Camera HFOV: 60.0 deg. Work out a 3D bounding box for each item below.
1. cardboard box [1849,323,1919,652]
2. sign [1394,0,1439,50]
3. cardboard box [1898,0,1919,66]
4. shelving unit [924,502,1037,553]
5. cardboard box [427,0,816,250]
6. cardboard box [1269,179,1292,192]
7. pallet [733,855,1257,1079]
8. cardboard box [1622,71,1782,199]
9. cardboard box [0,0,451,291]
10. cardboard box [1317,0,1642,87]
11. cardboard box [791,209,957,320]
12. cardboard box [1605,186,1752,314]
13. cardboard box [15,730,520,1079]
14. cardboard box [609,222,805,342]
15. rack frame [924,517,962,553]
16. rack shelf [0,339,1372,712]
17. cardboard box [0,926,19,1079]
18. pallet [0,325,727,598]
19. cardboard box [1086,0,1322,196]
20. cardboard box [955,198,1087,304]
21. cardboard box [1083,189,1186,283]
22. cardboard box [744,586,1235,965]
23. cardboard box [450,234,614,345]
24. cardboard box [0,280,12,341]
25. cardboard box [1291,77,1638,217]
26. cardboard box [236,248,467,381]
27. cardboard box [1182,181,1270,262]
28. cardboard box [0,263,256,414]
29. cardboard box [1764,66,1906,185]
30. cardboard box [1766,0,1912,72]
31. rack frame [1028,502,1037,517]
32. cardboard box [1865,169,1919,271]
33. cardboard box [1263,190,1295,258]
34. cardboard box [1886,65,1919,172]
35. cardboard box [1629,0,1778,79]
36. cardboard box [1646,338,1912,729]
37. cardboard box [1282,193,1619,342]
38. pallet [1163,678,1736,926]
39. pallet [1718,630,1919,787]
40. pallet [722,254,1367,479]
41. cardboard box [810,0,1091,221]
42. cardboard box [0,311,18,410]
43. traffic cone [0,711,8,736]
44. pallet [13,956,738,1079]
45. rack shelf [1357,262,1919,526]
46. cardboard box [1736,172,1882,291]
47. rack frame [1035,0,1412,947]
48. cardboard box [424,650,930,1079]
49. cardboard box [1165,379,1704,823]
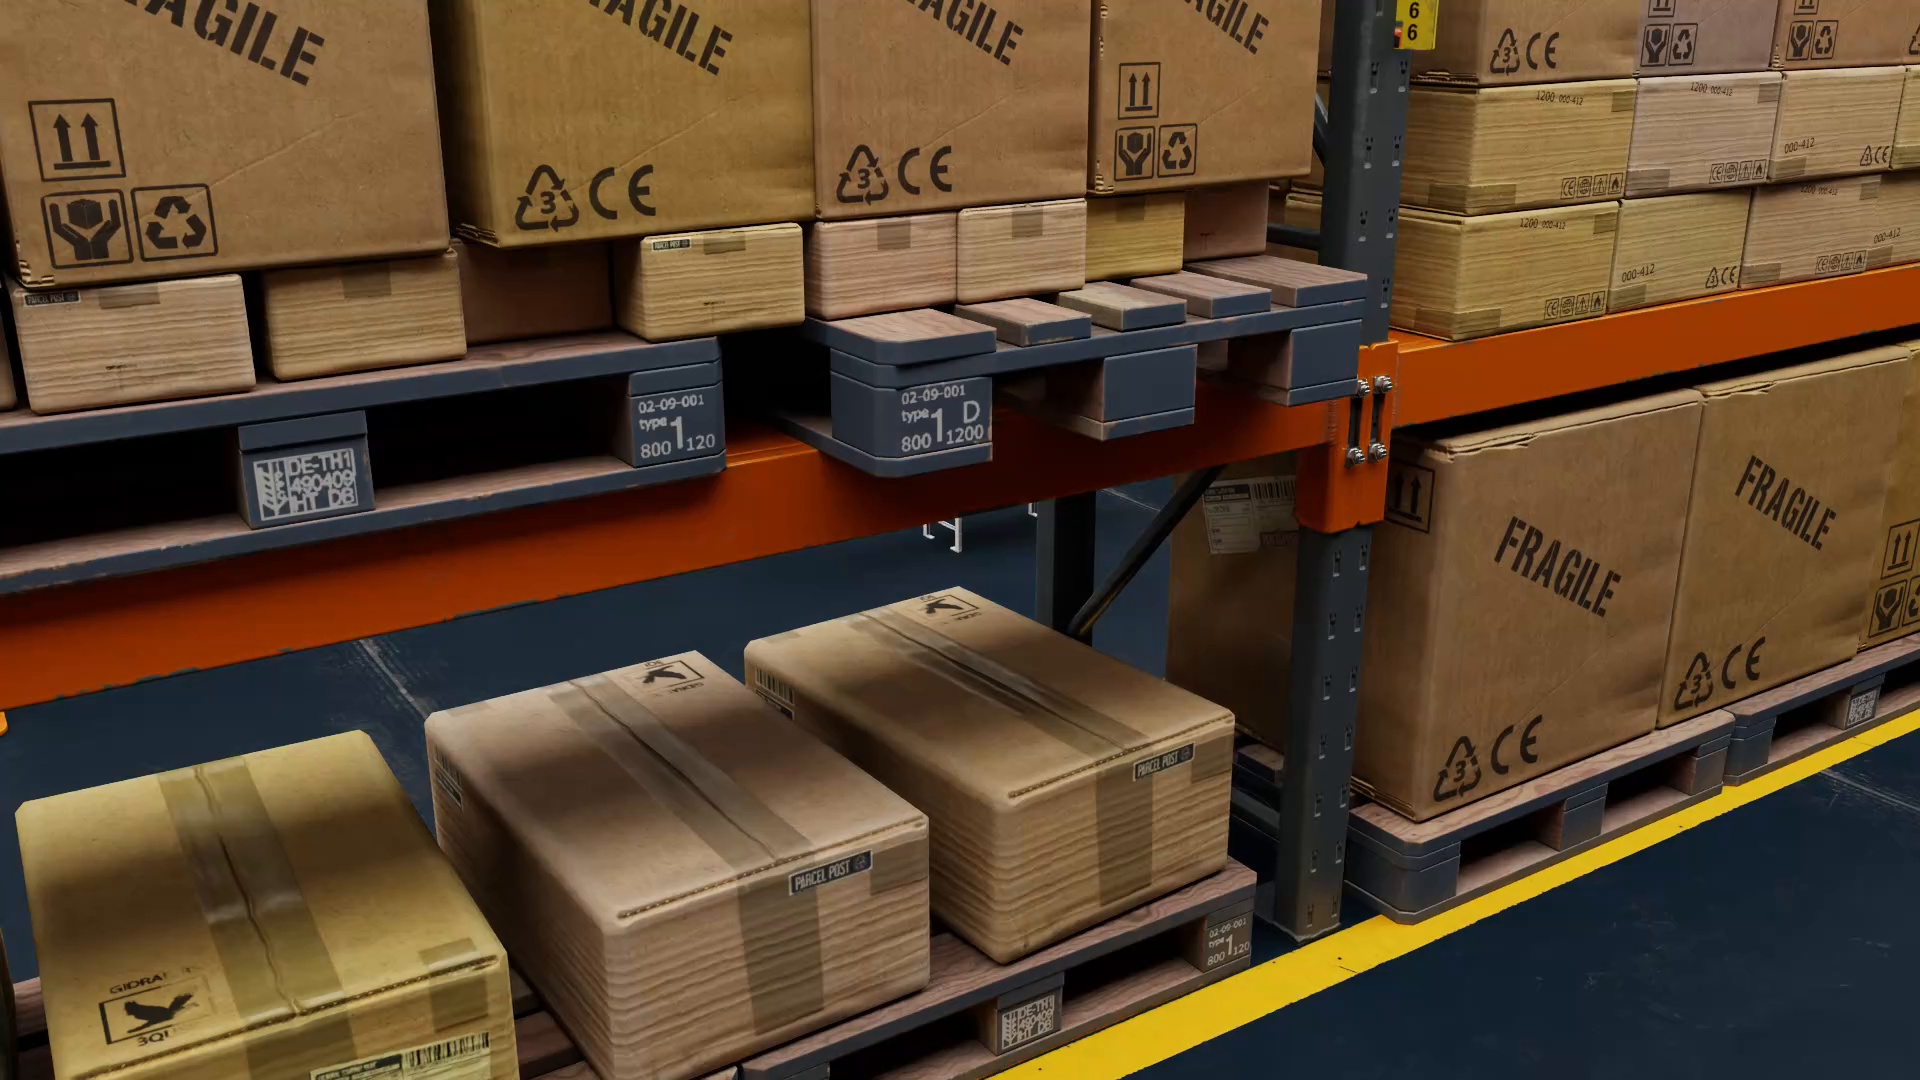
[{"bbox_3d":[2.633,-0.284,5.063,0.875,0.875,0.875,-11,22,-30],"label":"cardboard box"},{"bbox_3d":[0.822,-1.046,2.972,0.005,0.325,0.100,-12,22,-31],"label":"sign"},{"bbox_3d":[2.335,-1.486,4.240,0.500,0.500,0.500,-12,22,-31],"label":"cardboard box"},{"bbox_3d":[0.138,-0.598,6.139,0.503,1.200,0.258,-12,22,-31],"label":"shelving unit"},{"bbox_3d":[-0.557,-0.729,2.440,0.500,0.500,0.500,-14,23,-35],"label":"cardboard box"},{"bbox_3d":[0.781,-0.998,3.967,0.500,0.250,0.500,-12,22,-32],"label":"cardboard box"},{"bbox_3d":[-0.137,0.779,3.610,1.213,0.211,1.003,-12,22,-31],"label":"pallet"},{"bbox_3d":[1.507,-0.959,3.850,0.500,0.250,0.500,-11,22,-30],"label":"cardboard box"},{"bbox_3d":[-1.014,-0.633,2.156,0.500,0.500,0.500,-13,23,-34],"label":"cardboard box"},{"bbox_3d":[1.062,-1.221,3.457,0.500,0.500,0.500,-13,22,-33],"label":"cardboard box"},{"bbox_3d":[-0.213,-0.473,2.697,0.250,0.149,0.380,-13,23,-34],"label":"cardboard box"},{"bbox_3d":[1.482,-0.722,3.931,0.500,0.250,0.500,-13,22,-33],"label":"cardboard box"},{"bbox_3d":[-1.210,0.728,2.855,0.625,0.372,0.950,-11,22,-30],"label":"cardboard box"},{"bbox_3d":[-0.435,-0.421,2.543,0.250,0.149,0.380,-11,22,-30],"label":"cardboard box"},{"bbox_3d":[-0.066,-0.555,6.012,0.015,1.200,0.240,-12,22,-31],"label":"rack frame"},{"bbox_3d":[-1.154,0.014,2.643,4.000,0.370,1.077,-12,22,-31],"label":"rack shelf"},{"bbox_3d":[-1.789,0.851,2.492,0.625,0.372,0.950,-10,21,-28],"label":"cardboard box"},{"bbox_3d":[-1.115,-0.228,2.536,1.213,0.211,1.003,-12,22,-31],"label":"pallet"},{"bbox_3d":[0.289,-0.912,2.982,0.500,0.500,0.500,-13,22,-33],"label":"cardboard box"},{"bbox_3d":[0.002,-0.515,2.822,0.250,0.149,0.380,-12,22,-32],"label":"cardboard box"},{"bbox_3d":[0.188,-0.572,2.989,0.250,0.149,0.380,-12,22,-31],"label":"cardboard box"},{"bbox_3d":[0.039,0.464,3.637,0.625,0.372,0.950,-14,23,-35],"label":"cardboard box"},{"bbox_3d":[-0.714,-0.410,2.511,0.250,0.149,0.380,-12,22,-31],"label":"cardboard box"},{"bbox_3d":[-1.410,-0.414,2.521,0.250,0.149,0.380,-13,23,-33],"label":"cardboard box"},{"bbox_3d":[1.075,-0.868,3.582,0.500,0.250,0.500,-12,22,-32],"label":"cardboard box"},{"bbox_3d":[-0.879,-0.344,2.316,0.250,0.149,0.380,-13,22,-33],"label":"cardboard box"},{"bbox_3d":[0.372,-0.638,3.185,0.250,0.149,0.380,-11,22,-29],"label":"cardboard box"},{"bbox_3d":[-1.085,-0.289,2.153,0.250,0.149,0.380,-11,22,-29],"label":"cardboard box"},{"bbox_3d":[1.930,-1.043,4.100,0.500,0.250,0.500,-12,22,-32],"label":"cardboard box"},{"bbox_3d":[1.912,-1.398,3.980,0.500,0.500,0.500,-11,22,-30],"label":"cardboard box"},{"bbox_3d":[0.342,-0.641,6.266,0.015,1.200,0.240,-12,22,-31],"label":"rack frame"},{"bbox_3d":[2.334,-0.901,4.460,0.500,0.250,0.500,-12,22,-31],"label":"cardboard box"},{"bbox_3d":[0.796,-0.766,4.062,0.500,0.250,0.500,-13,23,-33],"label":"cardboard box"},{"bbox_3d":[2.361,-1.129,4.354,0.500,0.250,0.500,-11,22,-30],"label":"cardboard box"},{"bbox_3d":[1.471,-1.311,3.723,0.500,0.500,0.500,-12,22,-31],"label":"cardboard box"},{"bbox_3d":[1.886,-0.127,4.598,0.875,0.875,0.875,-12,22,-31],"label":"cardboard box"},{"bbox_3d":[1.063,-0.627,3.649,0.500,0.250,0.500,-12,22,-32],"label":"cardboard box"},{"bbox_3d":[1.216,0.523,4.367,1.213,0.211,1.003,-12,22,-31],"label":"pallet"},{"bbox_3d":[2.234,0.310,4.999,1.213,0.211,1.003,-12,22,-31],"label":"pallet"},{"bbox_3d":[-0.021,-0.434,3.145,1.003,0.211,1.213,-12,22,-31],"label":"pallet"},{"bbox_3d":[-0.136,-0.818,2.704,0.500,0.500,0.500,-12,22,-32],"label":"cardboard box"},{"bbox_3d":[-1.336,-0.256,2.056,0.250,0.149,0.380,-12,22,-31],"label":"cardboard box"},{"bbox_3d":[-2.867,0.316,4.588,0.334,0.463,0.336,-12,22,-31],"label":"traffic cone"},{"bbox_3d":[-1.155,0.993,2.978,1.213,0.211,1.003,-12,22,-31],"label":"pallet"},{"bbox_3d":[2.186,-0.690,4.727,4.000,0.370,1.077,-12,22,-31],"label":"rack shelf"},{"bbox_3d":[1.924,-0.813,4.200,0.500,0.250,0.500,-11,22,-30],"label":"cardboard box"},{"bbox_3d":[0.516,-0.679,3.569,0.127,3.000,1.000,-12,22,-31],"label":"rack frame"},{"bbox_3d":[-0.573,0.596,3.246,0.625,0.372,0.950,-12,22,-32],"label":"cardboard box"},{"bbox_3d":[1.139,0.029,4.137,0.875,0.875,0.875,-12,22,-32],"label":"cardboard box"}]
